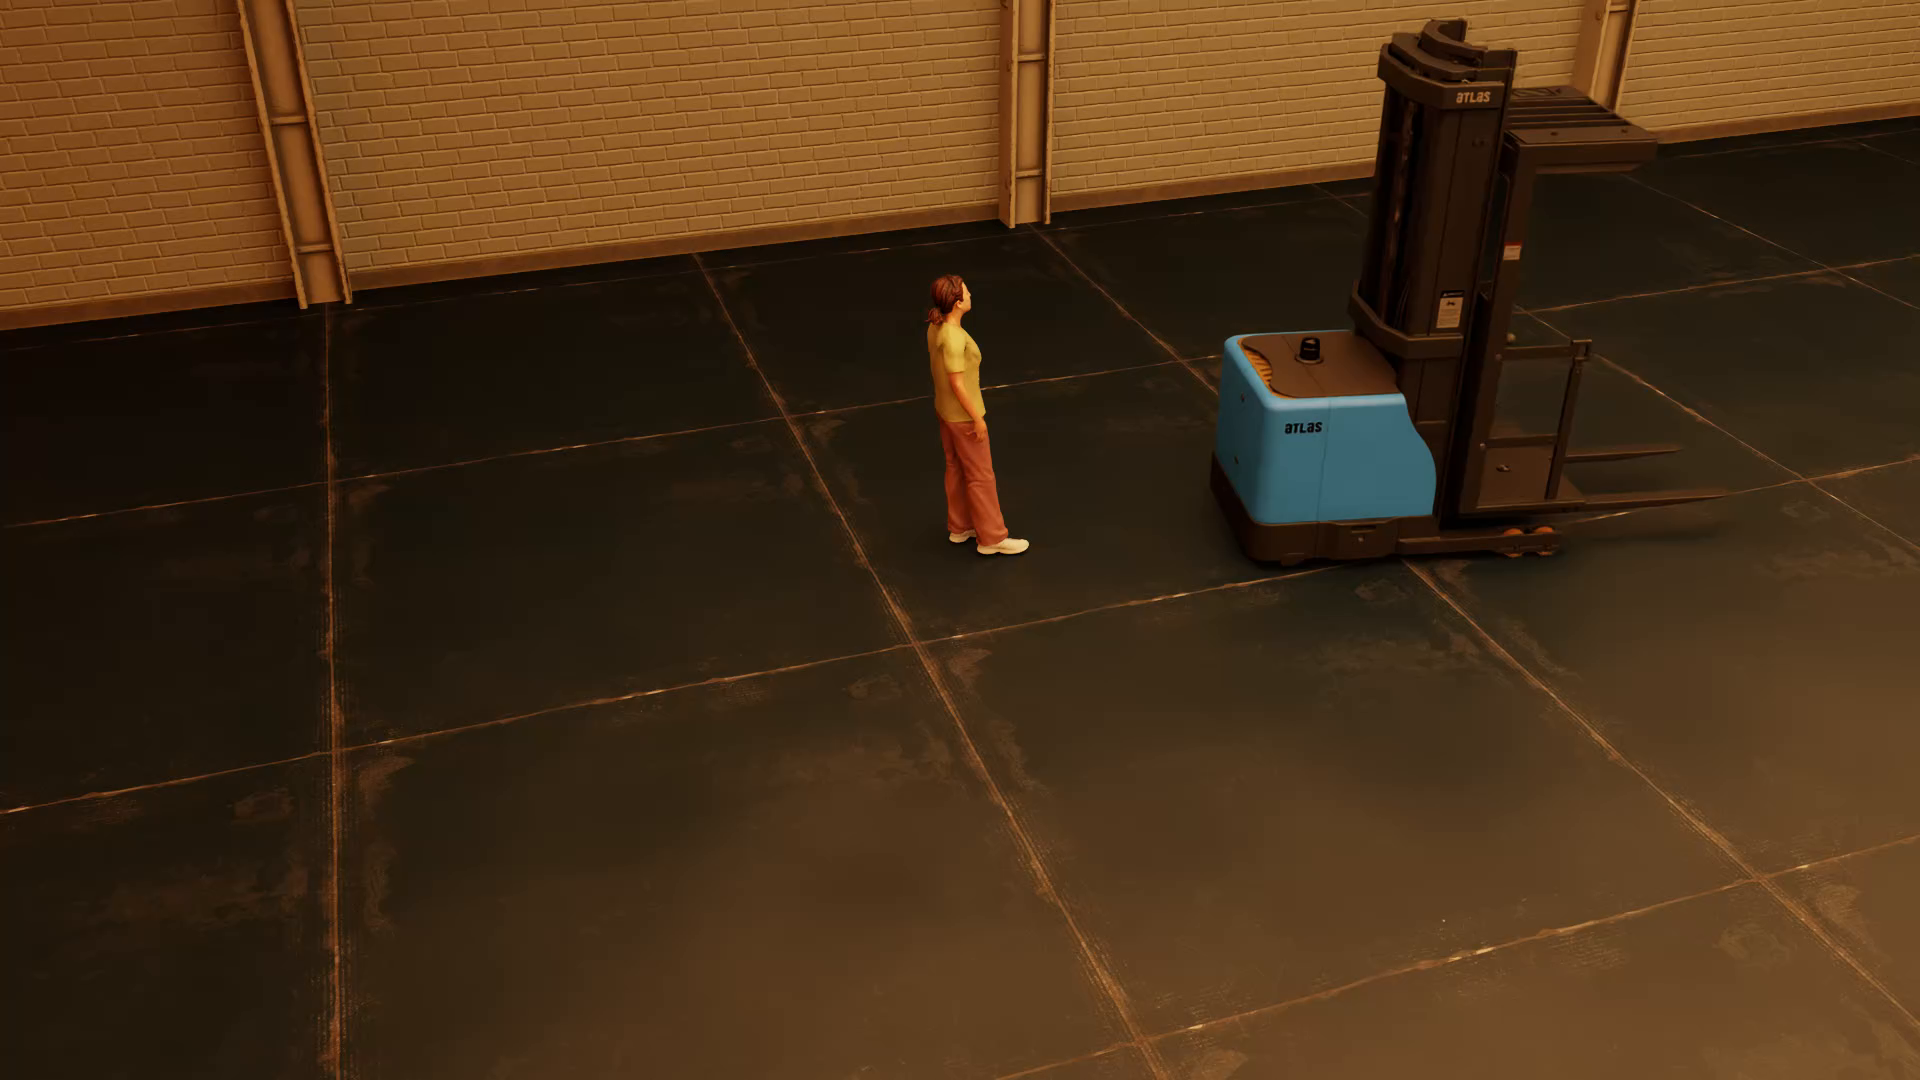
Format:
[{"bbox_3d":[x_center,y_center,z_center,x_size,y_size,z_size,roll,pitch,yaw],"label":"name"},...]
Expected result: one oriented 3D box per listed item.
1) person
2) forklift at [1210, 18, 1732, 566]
[{"bbox_3d":[0.073,-0.739,9.616,0.549,1.675,0.555,-10,31,-16],"label":"person"},{"bbox_3d":[3.129,-1.428,9.569,3.031,2.935,1.130,-3,30,-6],"label":"forklift"}]
